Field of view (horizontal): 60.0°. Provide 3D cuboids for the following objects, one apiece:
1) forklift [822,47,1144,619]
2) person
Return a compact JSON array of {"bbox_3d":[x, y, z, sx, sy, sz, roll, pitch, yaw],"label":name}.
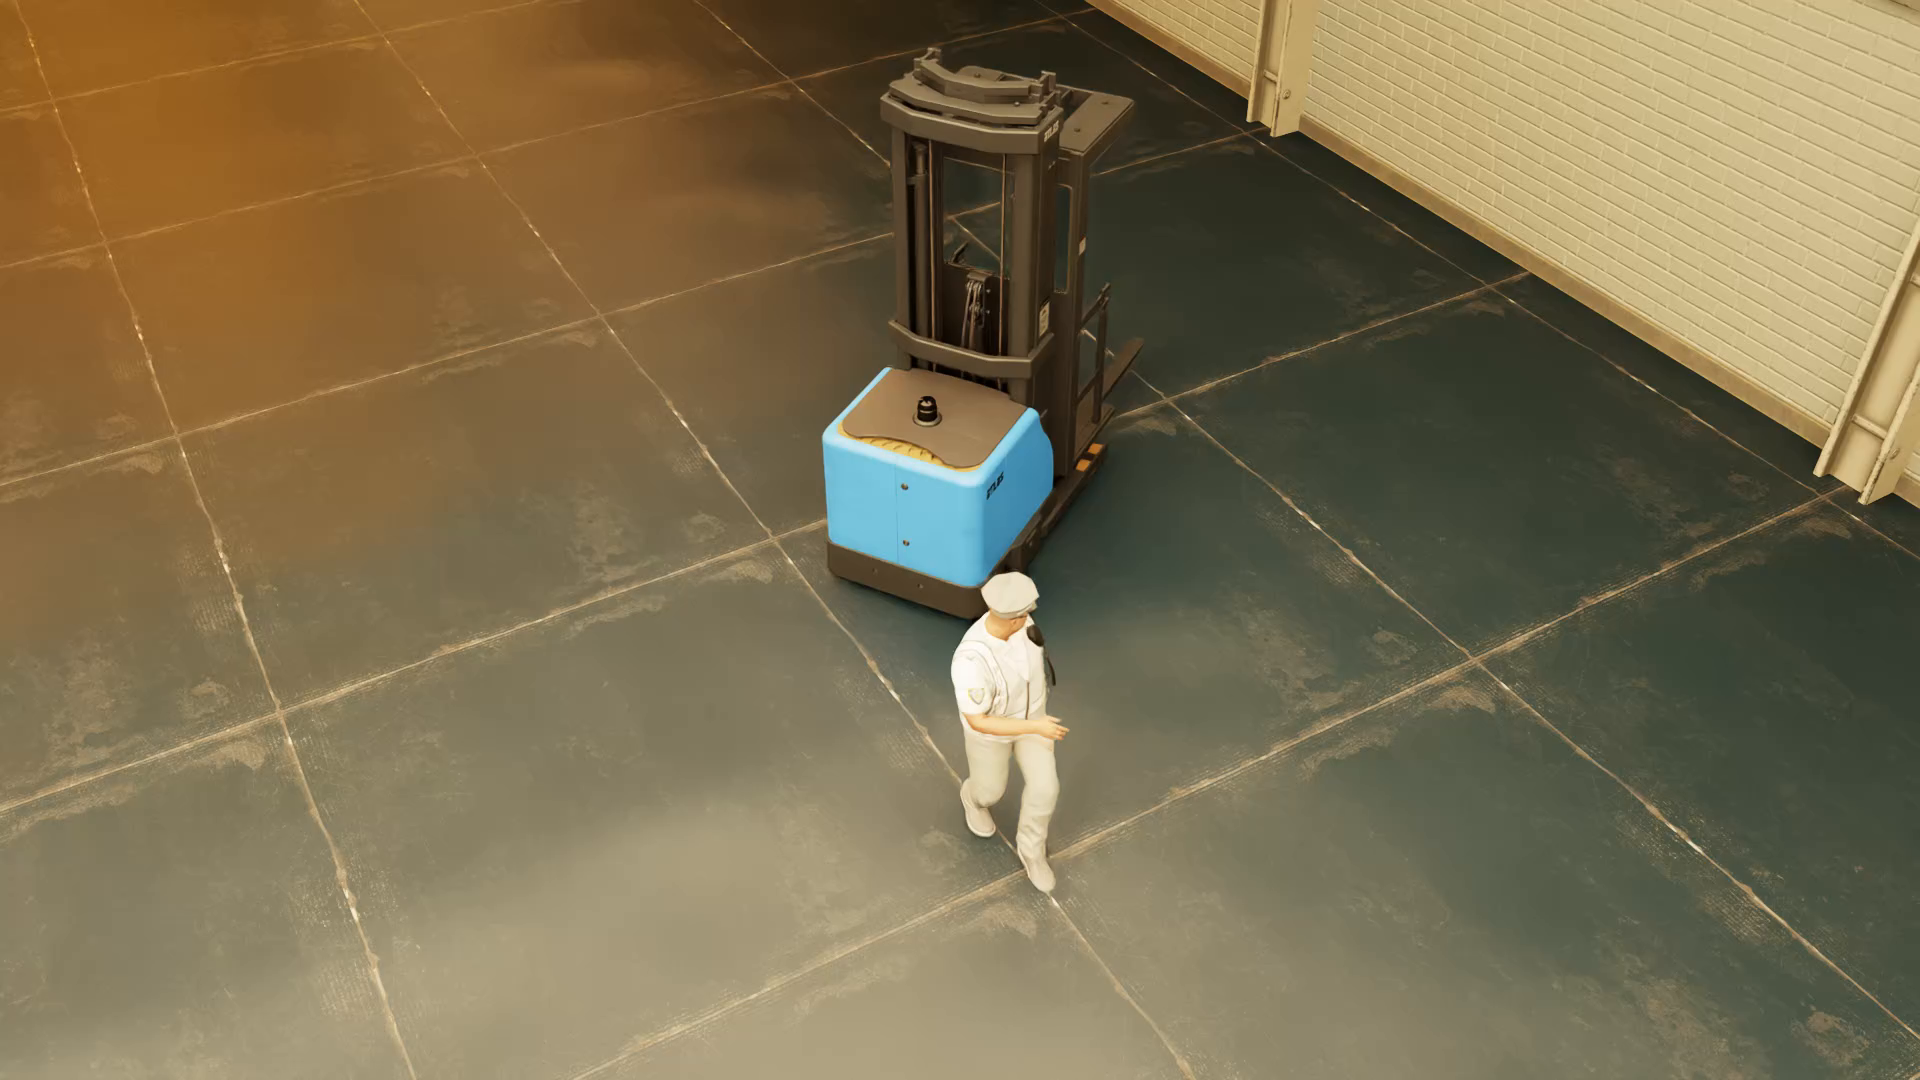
[{"bbox_3d":[0.317,-1.604,9.969,1.130,2.935,3.031,18,43,20],"label":"forklift"},{"bbox_3d":[0.201,0.880,8.000,0.579,1.735,0.915,-21,44,-23],"label":"person"}]
